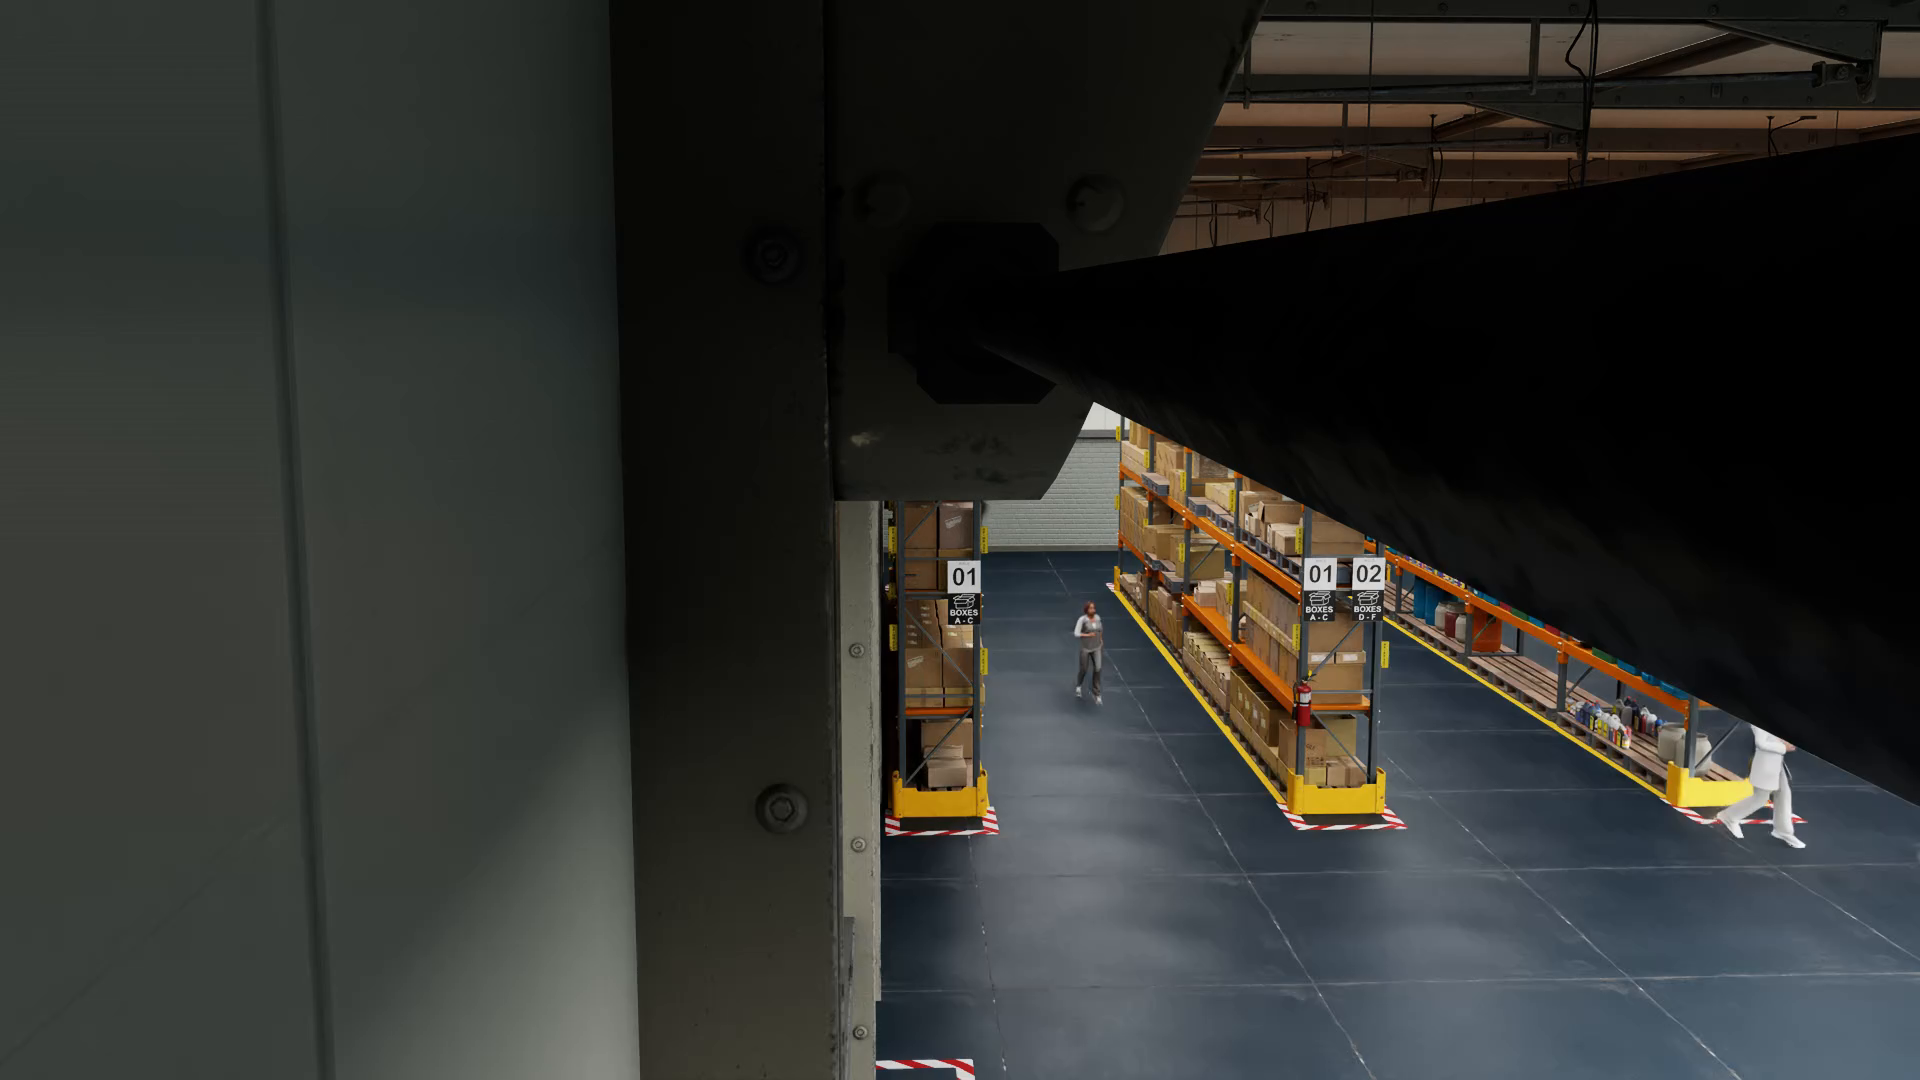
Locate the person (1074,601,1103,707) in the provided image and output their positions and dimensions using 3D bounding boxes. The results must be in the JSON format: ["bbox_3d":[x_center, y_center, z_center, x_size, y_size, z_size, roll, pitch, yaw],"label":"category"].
[{"bbox_3d":[2.033,1.761,26.250,0.565,1.623,0.762,-3,9,-19],"label":"person"}]

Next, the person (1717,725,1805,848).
[{"bbox_3d":[9.400,2.671,19.430,0.940,1.810,0.724,6,10,34],"label":"person"}]
